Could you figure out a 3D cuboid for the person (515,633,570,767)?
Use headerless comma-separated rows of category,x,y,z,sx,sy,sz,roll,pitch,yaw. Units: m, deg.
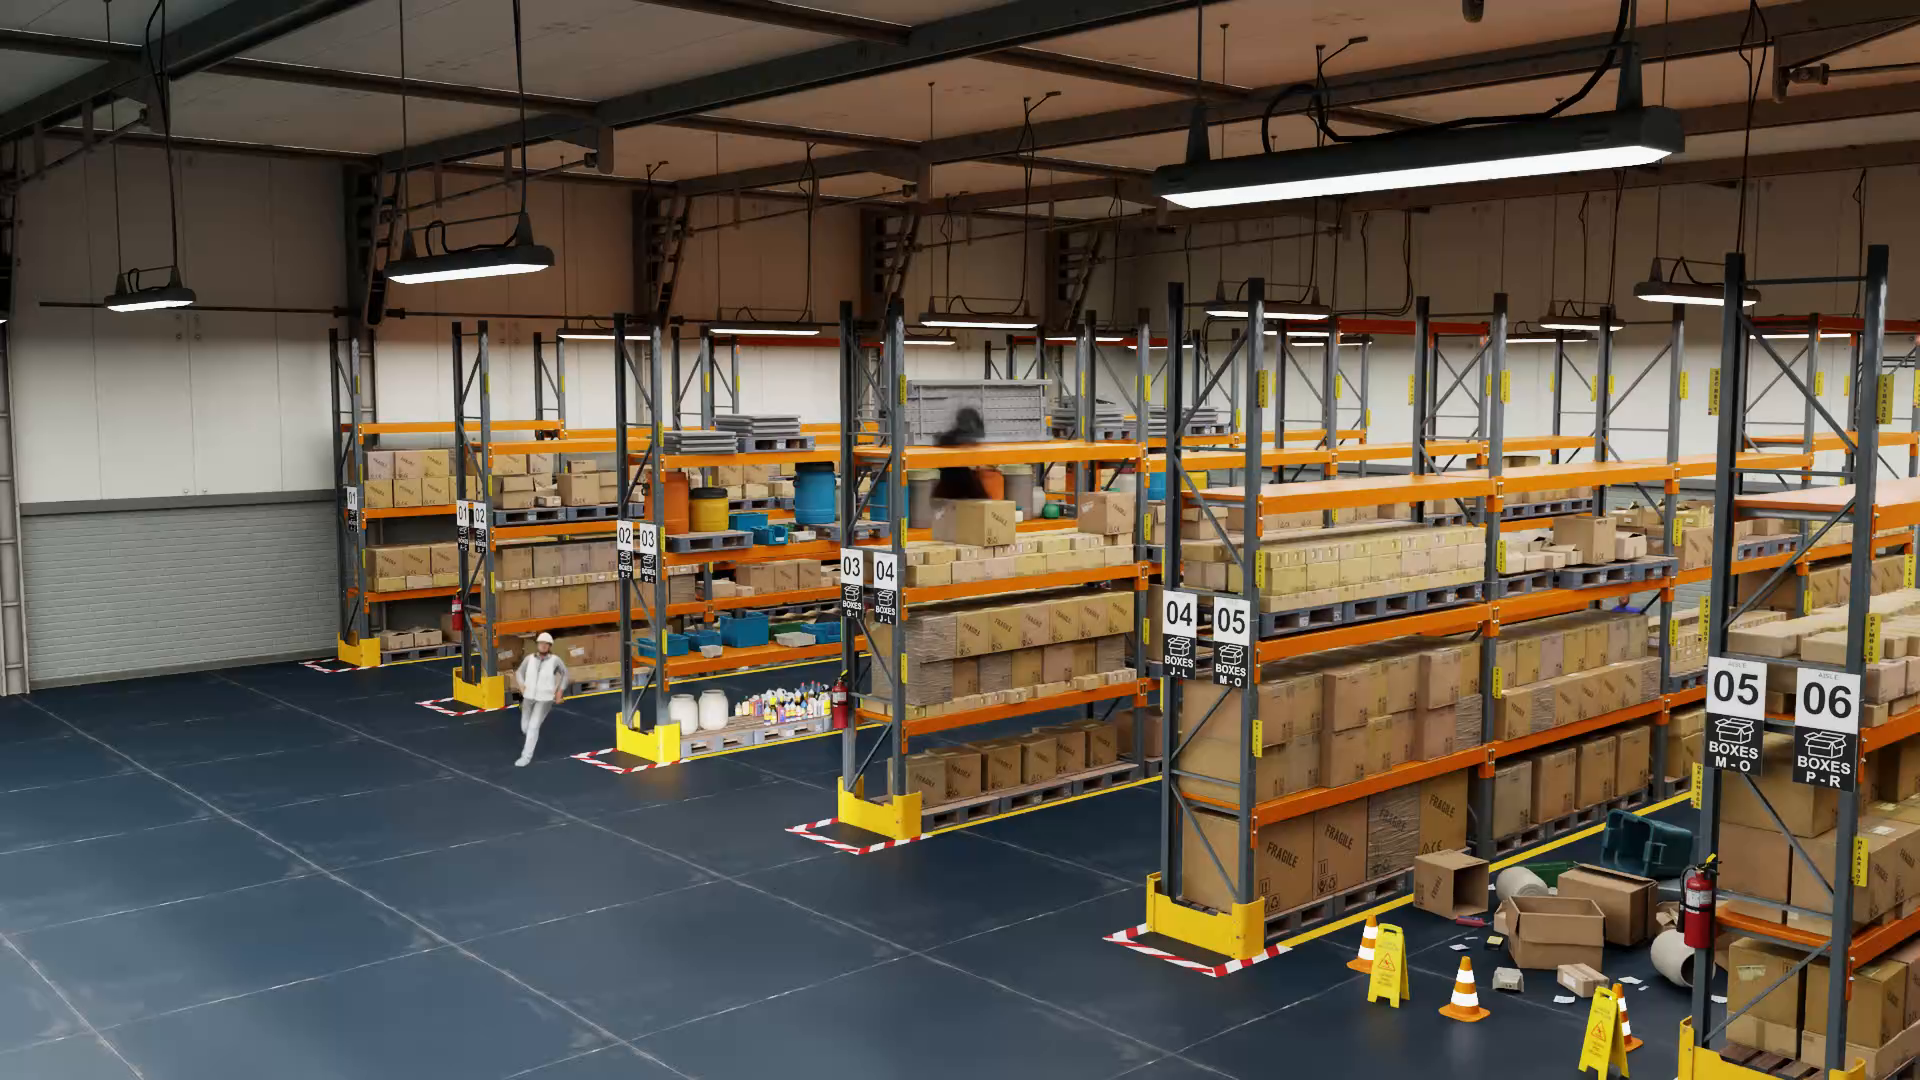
person,-5.606,2.107,22.253,0.714,1.722,0.889,0,6,4

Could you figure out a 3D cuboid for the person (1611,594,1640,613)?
person,10.876,1.658,27.240,0.880,1.641,0.592,-5,7,-40
